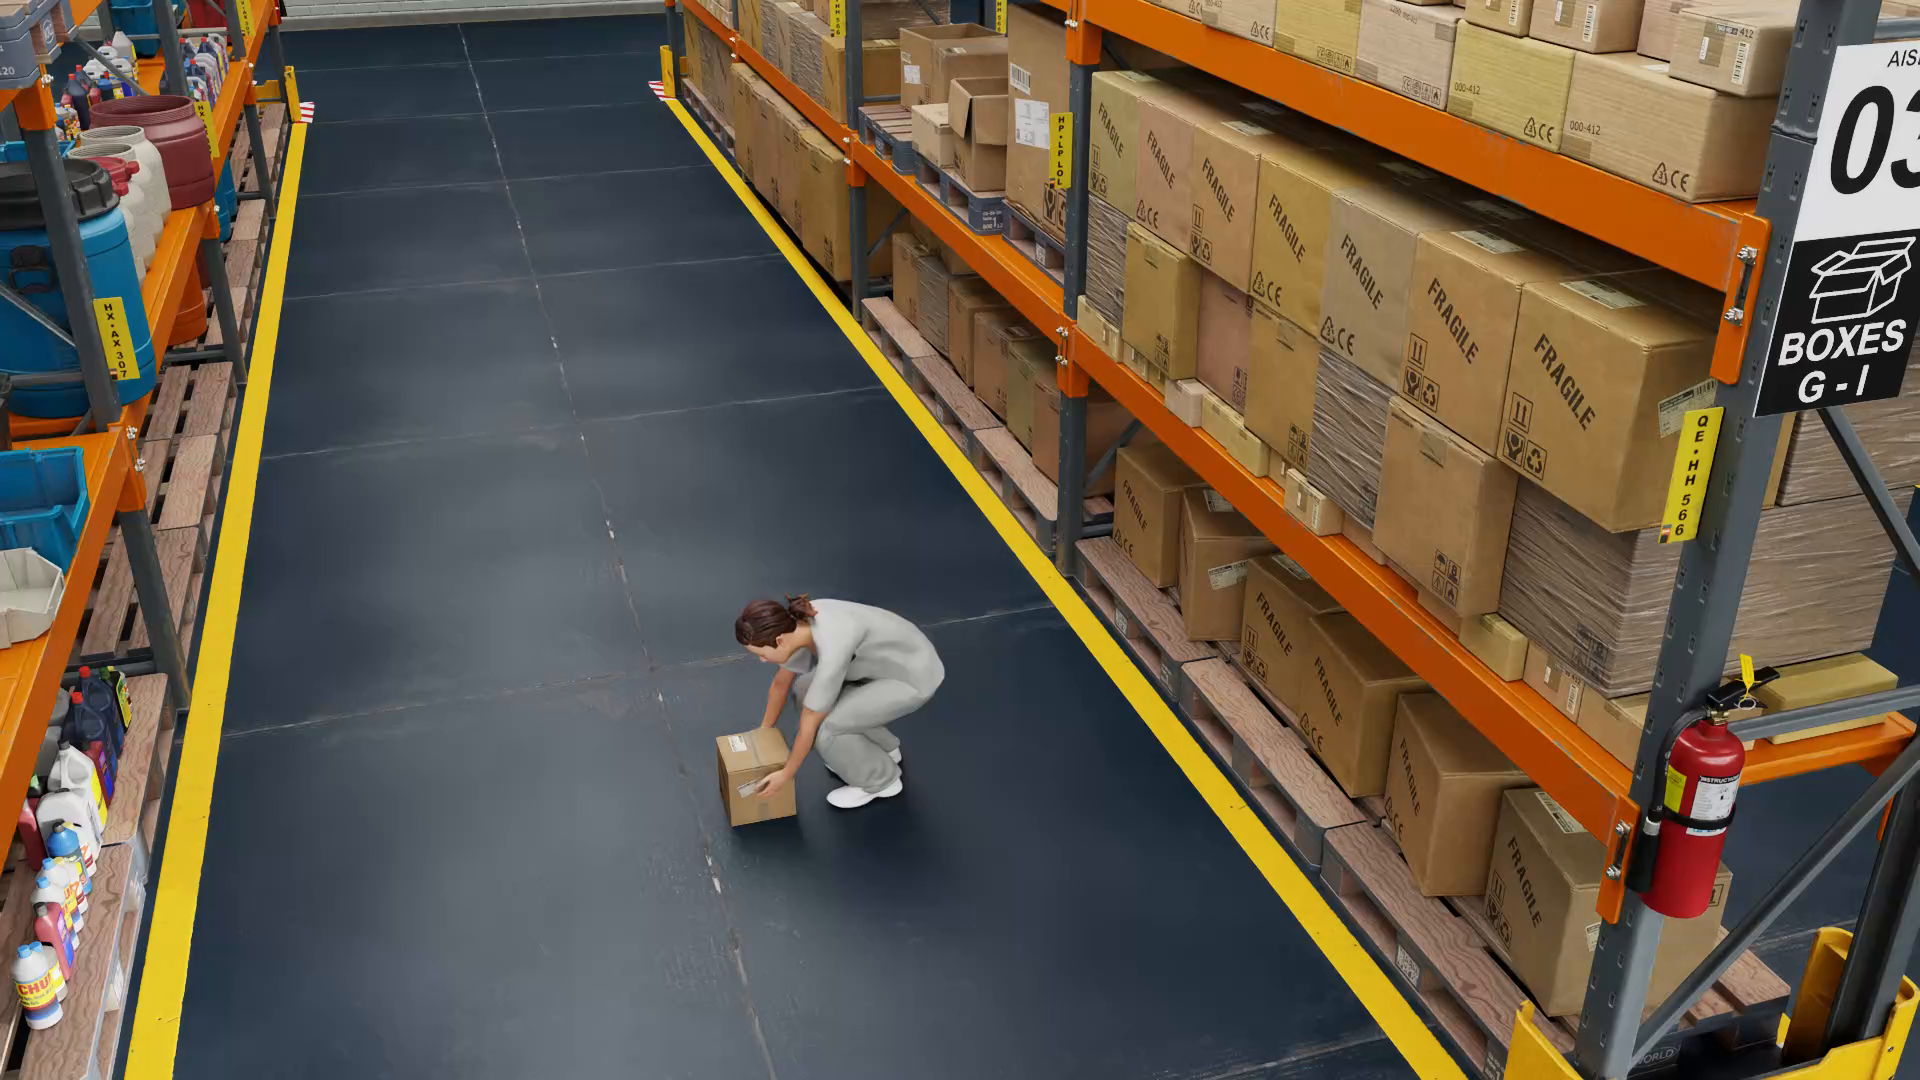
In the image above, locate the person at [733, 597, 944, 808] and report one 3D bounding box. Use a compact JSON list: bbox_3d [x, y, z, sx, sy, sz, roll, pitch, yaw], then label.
[{"bbox_3d":[-0.453,0.582,6.333,0.797,0.888,0.483,-8,28,-16],"label":"person"}]
